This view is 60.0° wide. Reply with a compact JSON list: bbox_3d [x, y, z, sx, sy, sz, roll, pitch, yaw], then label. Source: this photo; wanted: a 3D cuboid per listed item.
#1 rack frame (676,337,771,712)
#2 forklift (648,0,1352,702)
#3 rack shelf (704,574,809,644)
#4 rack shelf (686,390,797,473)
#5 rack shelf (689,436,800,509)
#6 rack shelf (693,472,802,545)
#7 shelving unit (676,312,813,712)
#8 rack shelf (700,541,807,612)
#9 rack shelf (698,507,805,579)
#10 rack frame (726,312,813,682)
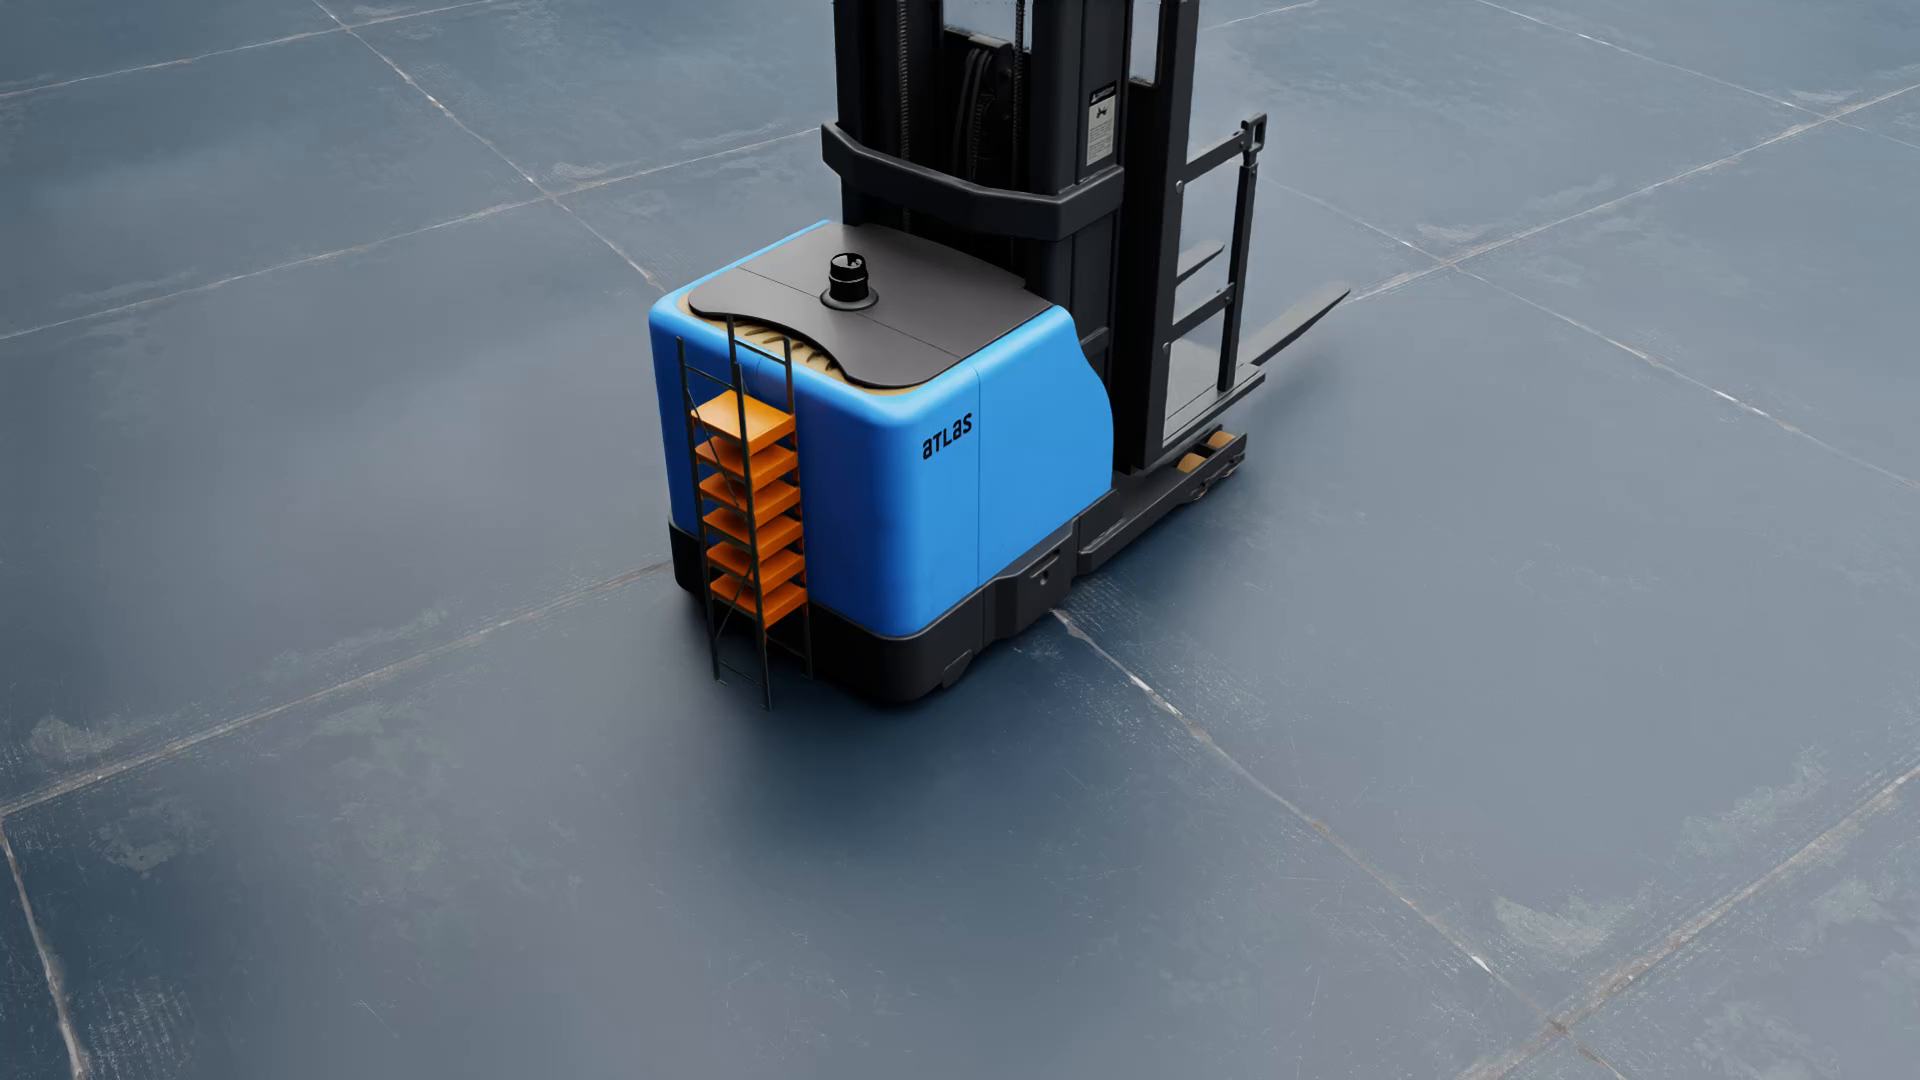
[{"bbox_3d":[-0.665,-0.012,4.739,0.240,1.200,0.006,26,43,31],"label":"rack frame"},{"bbox_3d":[0.389,-1.499,5.324,1.130,2.935,3.031,26,43,31],"label":"forklift"},{"bbox_3d":[-0.607,0.178,4.962,0.258,0.103,0.180,26,43,31],"label":"rack shelf"},{"bbox_3d":[-0.607,-0.309,4.612,0.258,0.103,0.180,26,43,31],"label":"rack shelf"},{"bbox_3d":[-0.607,-0.212,4.682,0.258,0.103,0.180,26,43,31],"label":"rack shelf"},{"bbox_3d":[-0.607,-0.114,4.752,0.258,0.103,0.180,26,43,31],"label":"rack shelf"},{"bbox_3d":[-0.607,-0.053,4.796,0.258,1.200,0.189,26,43,31],"label":"shelving unit"},{"bbox_3d":[-0.607,0.080,4.892,0.258,0.103,0.180,26,43,31],"label":"rack shelf"},{"bbox_3d":[-0.607,-0.017,4.822,0.258,0.103,0.180,26,43,31],"label":"rack shelf"},{"bbox_3d":[-0.548,-0.094,4.853,0.240,1.200,0.006,26,43,31],"label":"rack frame"}]
